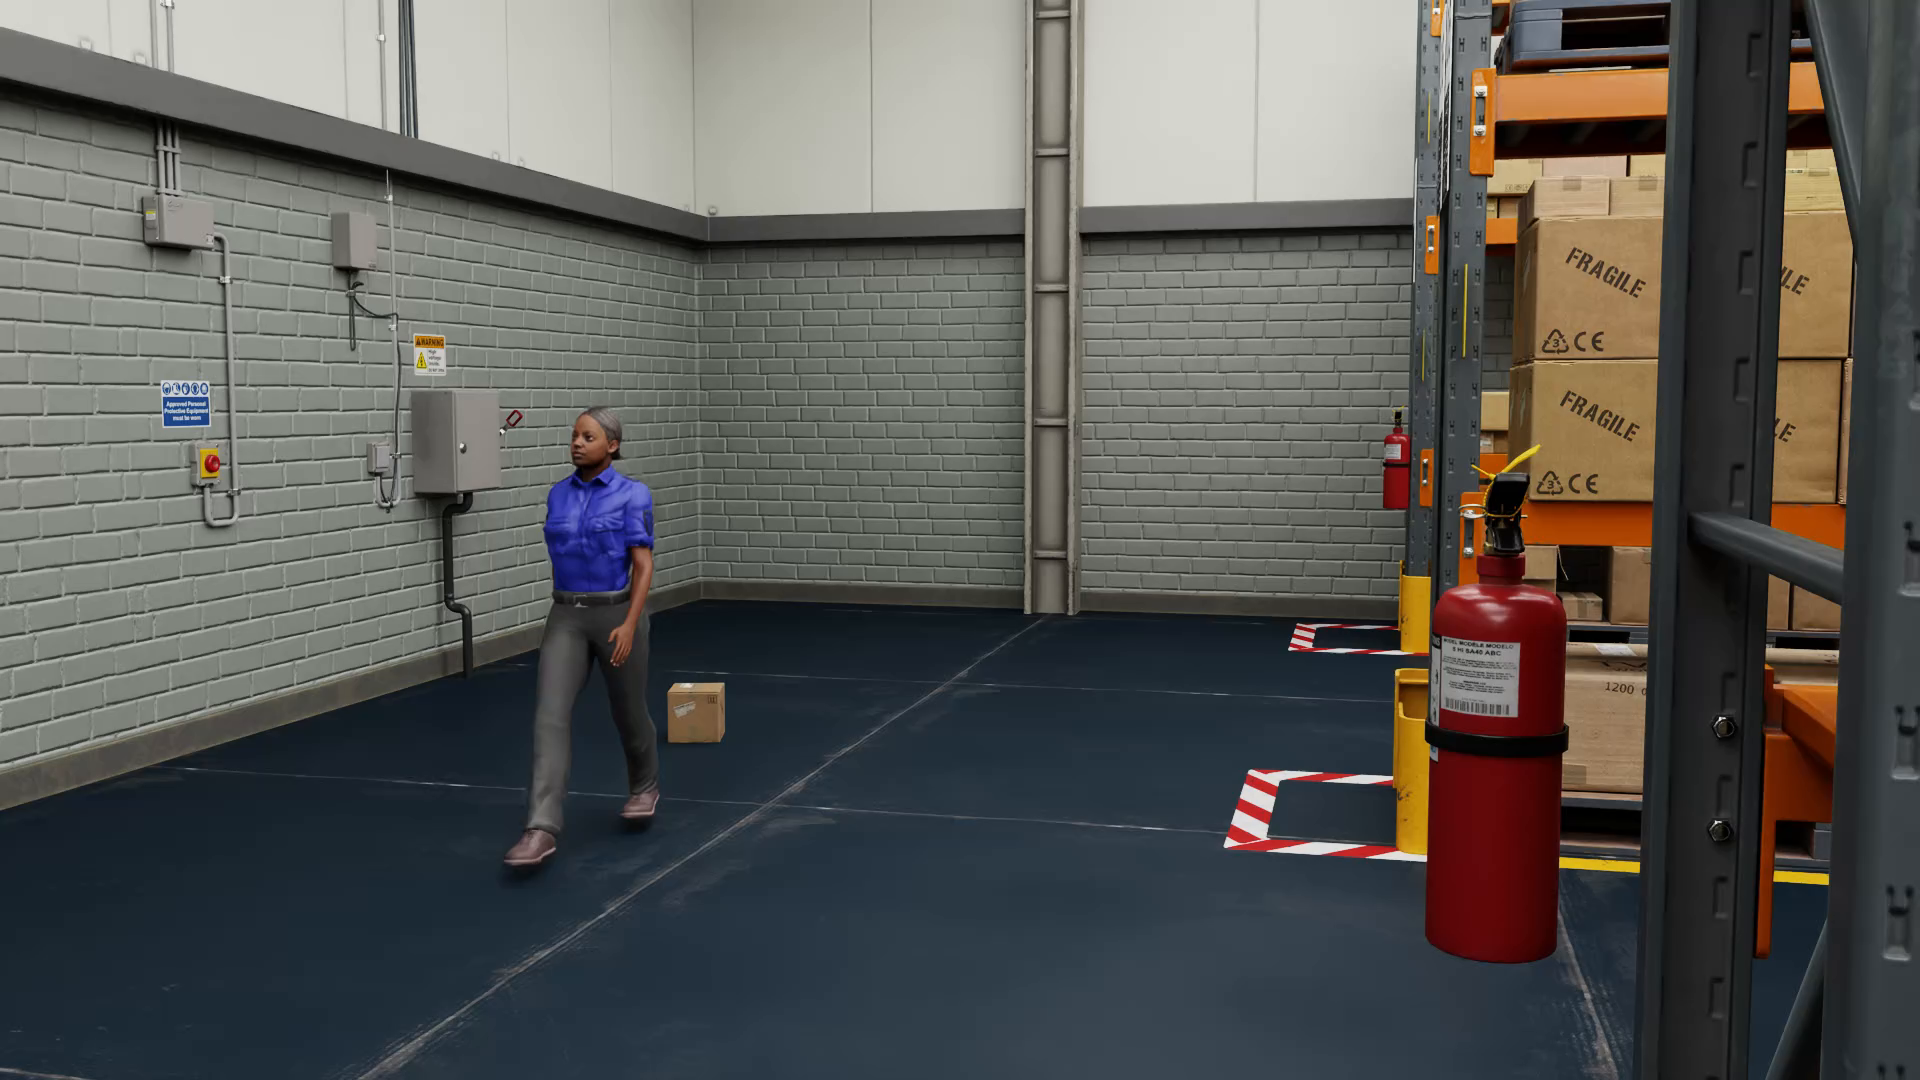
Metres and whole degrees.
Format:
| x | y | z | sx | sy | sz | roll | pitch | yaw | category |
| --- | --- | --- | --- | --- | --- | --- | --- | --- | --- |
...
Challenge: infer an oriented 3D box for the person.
| x | y | z | sx | sy | sz | roll | pitch | yaw | category |
| --- | --- | --- | --- | --- | --- | --- | --- | --- | --- |
| -1.338 | 0.312 | 6.079 | 0.450 | 1.588 | 1.002 | 1 | 5 | 8 | person |
